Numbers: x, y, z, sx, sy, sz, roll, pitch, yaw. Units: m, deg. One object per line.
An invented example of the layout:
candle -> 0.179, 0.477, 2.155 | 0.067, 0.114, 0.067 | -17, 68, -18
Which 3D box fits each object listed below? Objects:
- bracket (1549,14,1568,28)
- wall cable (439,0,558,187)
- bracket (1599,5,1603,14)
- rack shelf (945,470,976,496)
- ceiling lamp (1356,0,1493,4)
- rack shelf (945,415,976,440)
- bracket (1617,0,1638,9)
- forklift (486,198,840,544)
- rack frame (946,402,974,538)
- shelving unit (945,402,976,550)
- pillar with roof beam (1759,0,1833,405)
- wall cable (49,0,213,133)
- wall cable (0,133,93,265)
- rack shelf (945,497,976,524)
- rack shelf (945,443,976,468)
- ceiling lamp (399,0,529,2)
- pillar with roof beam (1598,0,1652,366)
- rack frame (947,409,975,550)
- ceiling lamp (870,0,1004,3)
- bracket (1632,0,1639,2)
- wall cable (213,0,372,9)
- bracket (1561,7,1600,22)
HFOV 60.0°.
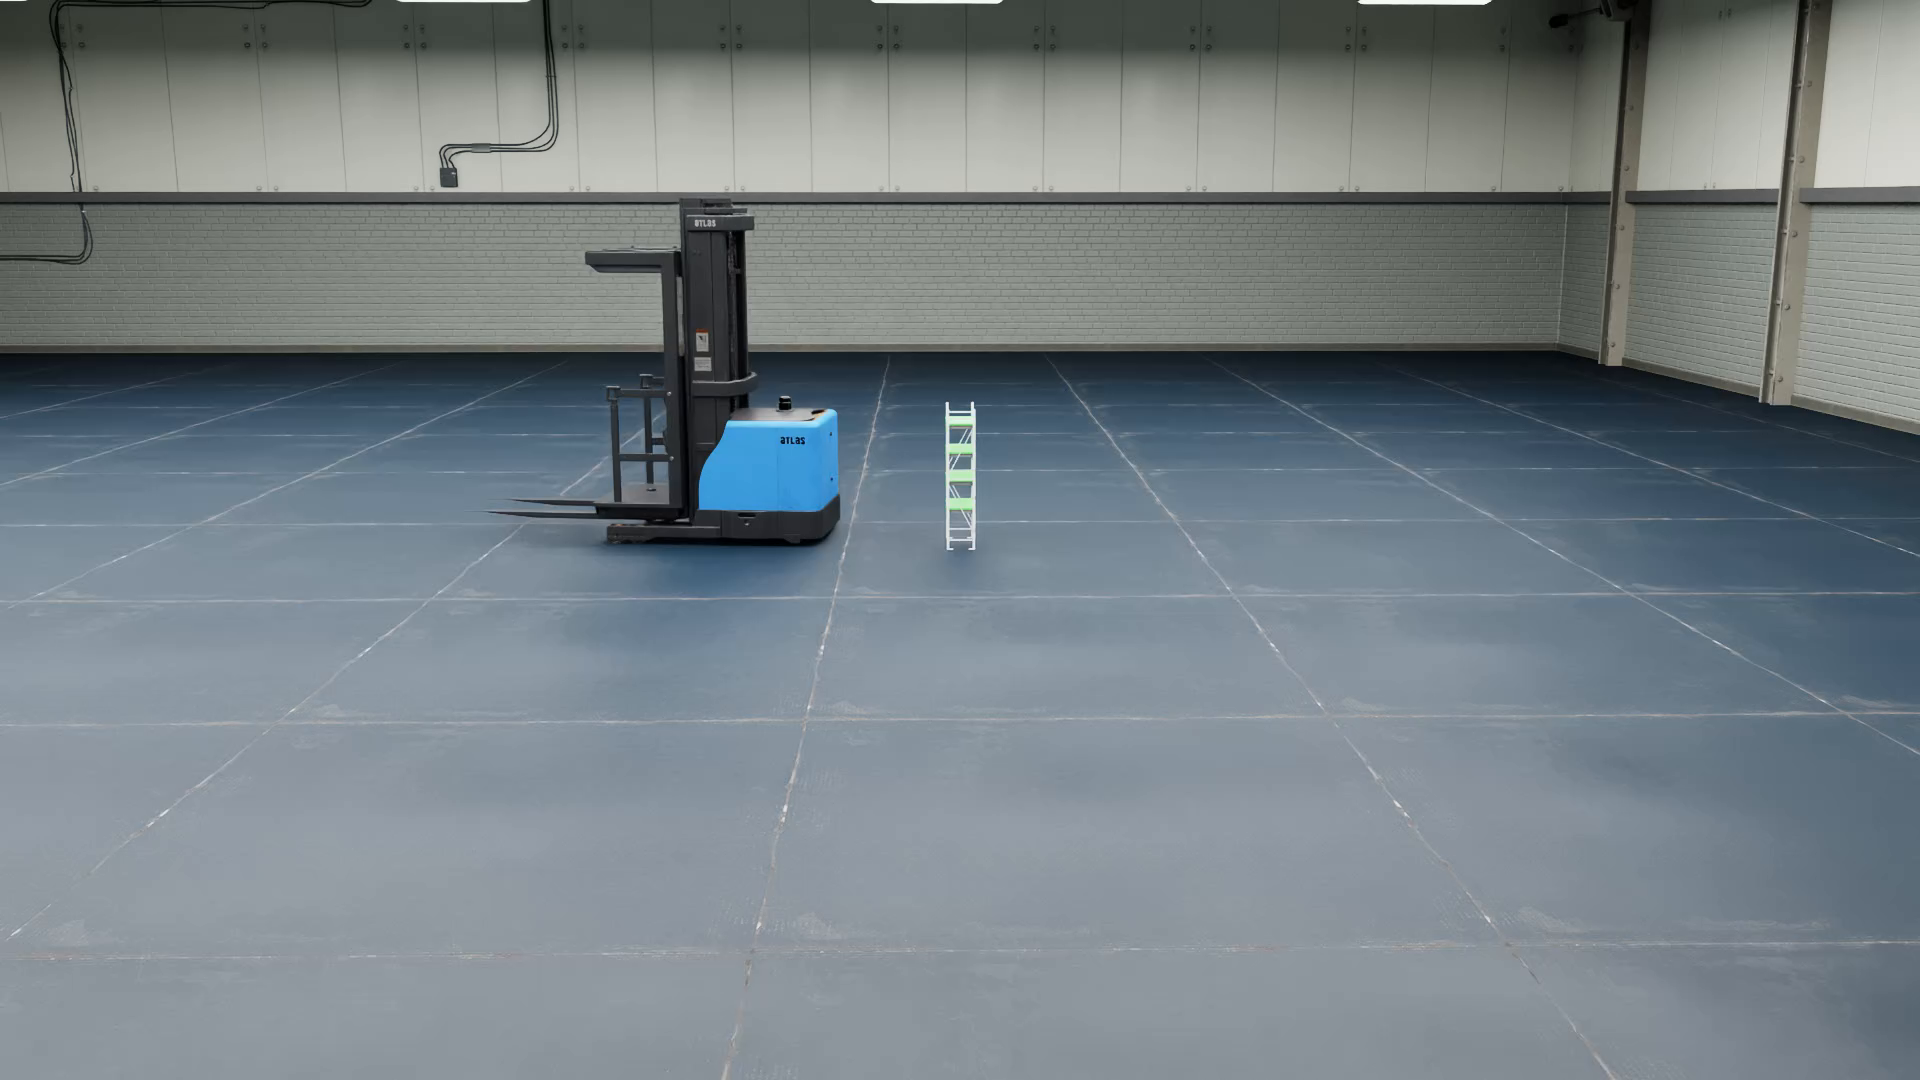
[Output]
bracket -> 11.457, -9.926, 31.801 | 0.235, 0.232, 0.430 | 0, 11, -1
wall cable -> -8.871, -9.774, 31.551 | 2.305, 6.003, 0.169 | 0, 11, -1
bracket -> 11.506, -9.455, 29.479 | 0.235, 0.232, 0.430 | 0, 11, -1
rack shelf -> 0.003, -0.492, 14.290 | 0.258, 0.148, 0.480 | 0, 11, -1
ceiling lamp -> 6.990, -9.682, 24.970 | 2.000, 3.185, 0.800 | 0, 11, -1
rack shelf -> 0.003, -0.963, 14.195 | 0.258, 0.148, 0.480 | 0, 11, -1
bracket -> 11.523, -9.290, 28.666 | 0.235, 0.232, 0.430 | 0, 11, -1
forklift -> -2.642, -1.505, 14.604 | 3.031, 2.935, 1.130 | 1, 12, 6
rack frame -> -0.002, -0.604, 14.517 | 0.240, 1.200, 0.015 | 0, 11, -1
shelving unit -> 0.003, -0.555, 14.278 | 0.258, 1.200, 0.503 | 0, 11, -1
pillar with roof beam -> 7.689, -6.400, 23.471 | 9.100, 9.000, 0.400 | 0, 11, -1
wall cable -> -15.658, -9.036, 31.574 | 3.097, 2.526, 0.112 | 0, 11, -1
wall cable -> -18.363, -6.550, 32.022 | 3.097, 2.526, 0.112 | 0, 11, -1
rack shelf -> 0.003, -0.257, 14.338 | 0.258, 0.148, 0.480 | 0, 11, -1
rack shelf -> 0.003, -0.728, 14.243 | 0.258, 0.148, 0.480 | 0, 11, -1
ceiling lamp -> -7.407, -9.623, 24.679 | 2.000, 3.185, 0.800 | 0, 11, -1
pillar with roof beam -> 7.565, -7.592, 29.350 | 9.100, 9.000, 0.548 | 0, 11, -1
rack frame -> 0.008, -0.507, 14.039 | 0.240, 1.200, 0.015 | 0, 11, -1
ceiling lamp -> -0.349, -9.652, 24.822 | 2.000, 3.185, 0.800 | 0, 11, -1
bracket -> 11.576, -8.778, 26.141 | 0.076, 0.066, 4.783 | 0, 11, -1
wall cable -> -12.564, -11.278, 31.185 | 3.097, 2.526, 0.112 | 0, 11, -1
bracket -> 11.469, -9.809, 31.222 | 0.076, 0.066, 3.189 | 0, 11, -1
